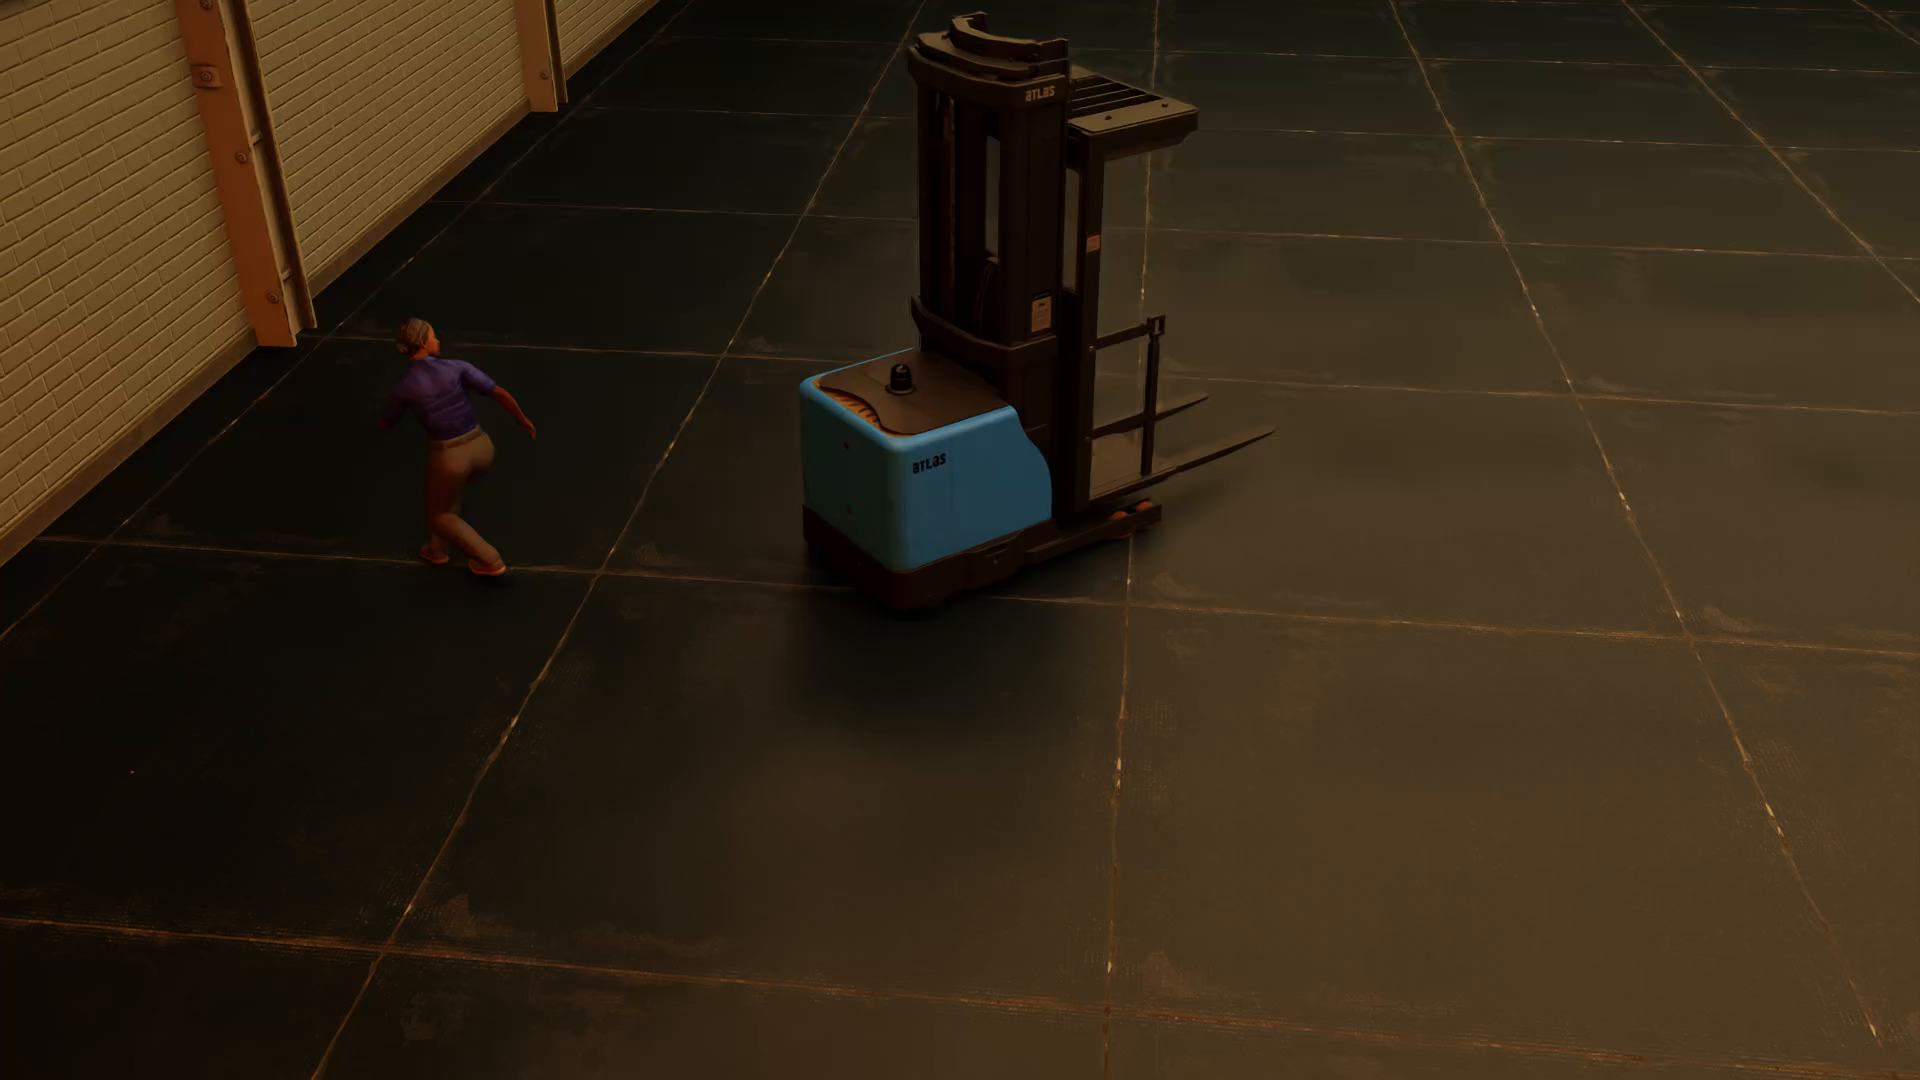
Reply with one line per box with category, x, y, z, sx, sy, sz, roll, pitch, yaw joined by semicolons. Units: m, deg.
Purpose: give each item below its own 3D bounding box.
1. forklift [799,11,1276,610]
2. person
forklift;0.587;-1.463;9.392;3.031;2.935;1.130;-20;36;-30
person;-2.802;-0.548;9.256;0.757;1.539;0.808;-25;39;-36
